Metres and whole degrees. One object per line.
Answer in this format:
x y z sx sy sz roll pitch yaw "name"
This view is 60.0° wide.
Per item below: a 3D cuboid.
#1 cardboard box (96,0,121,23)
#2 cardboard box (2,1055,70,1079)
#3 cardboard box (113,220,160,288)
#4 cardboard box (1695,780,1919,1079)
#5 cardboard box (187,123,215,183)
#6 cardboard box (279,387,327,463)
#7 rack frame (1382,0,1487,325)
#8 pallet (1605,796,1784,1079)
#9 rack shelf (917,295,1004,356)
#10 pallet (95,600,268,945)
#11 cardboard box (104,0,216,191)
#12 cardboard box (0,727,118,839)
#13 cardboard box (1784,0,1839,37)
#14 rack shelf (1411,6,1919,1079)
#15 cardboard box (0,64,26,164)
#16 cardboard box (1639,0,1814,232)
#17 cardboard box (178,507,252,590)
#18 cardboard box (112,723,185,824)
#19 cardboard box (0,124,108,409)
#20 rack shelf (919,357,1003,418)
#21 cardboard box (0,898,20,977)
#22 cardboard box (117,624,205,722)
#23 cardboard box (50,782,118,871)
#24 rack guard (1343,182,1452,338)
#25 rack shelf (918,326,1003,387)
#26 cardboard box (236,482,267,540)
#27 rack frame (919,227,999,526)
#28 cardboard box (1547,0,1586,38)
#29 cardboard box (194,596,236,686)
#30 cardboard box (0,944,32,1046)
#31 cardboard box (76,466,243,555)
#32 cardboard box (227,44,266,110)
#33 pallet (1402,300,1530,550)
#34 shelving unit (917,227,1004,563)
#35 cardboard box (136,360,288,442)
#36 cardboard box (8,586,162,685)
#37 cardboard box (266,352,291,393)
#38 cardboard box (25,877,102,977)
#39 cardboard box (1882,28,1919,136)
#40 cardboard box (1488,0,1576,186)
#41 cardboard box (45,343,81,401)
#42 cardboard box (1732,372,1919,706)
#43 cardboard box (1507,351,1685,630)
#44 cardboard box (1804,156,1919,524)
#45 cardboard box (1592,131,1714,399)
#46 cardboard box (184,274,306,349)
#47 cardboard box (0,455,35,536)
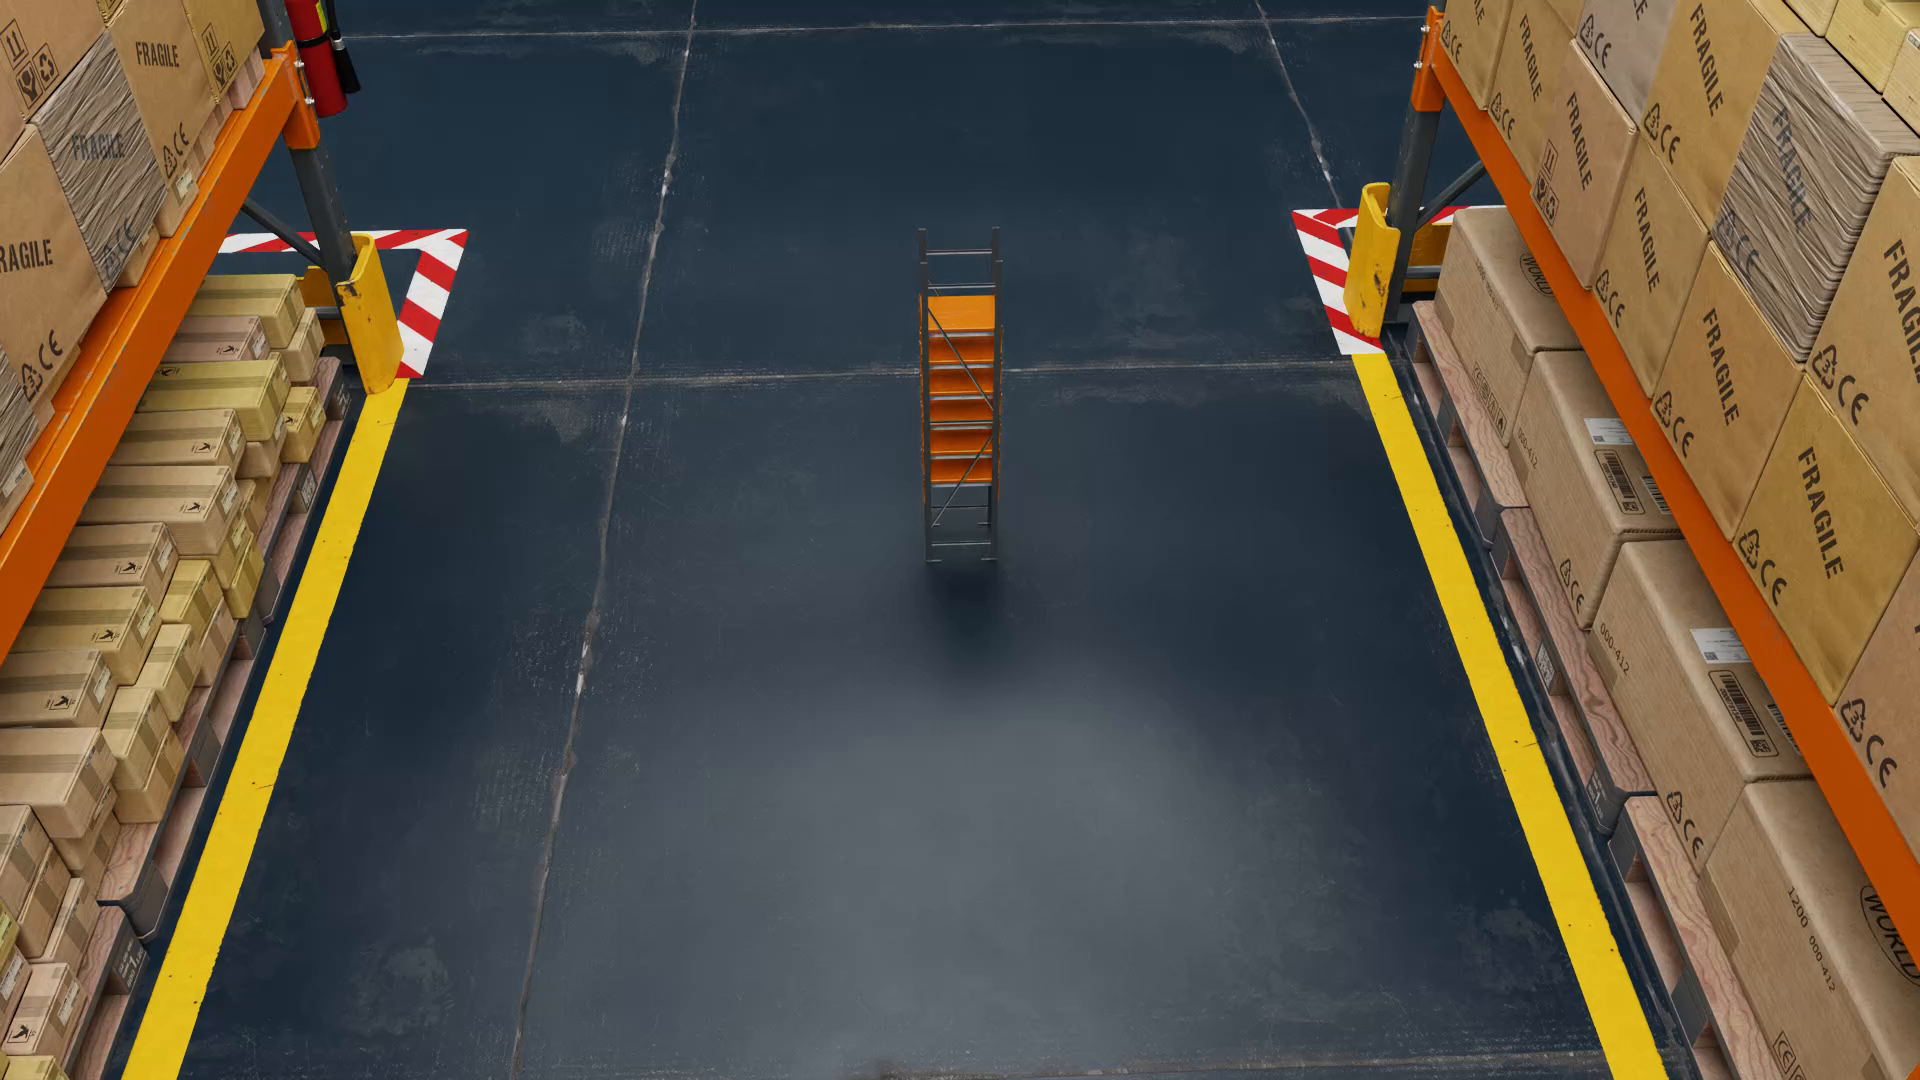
-2.489 -1.686 4.336 0.500 0.500 0.500 -3 43 -3 "cardboard box"
-2.314 1.347 3.860 0.380 0.149 0.250 0 43 -1 "cardboard box"
-2.467 -0.822 4.613 0.380 0.149 0.250 -3 43 -4 "cardboard box"
2.414 1.038 3.983 0.875 0.438 0.875 -2 43 -2 "cardboard box"
-2.483 -1.173 4.995 0.380 0.149 0.250 -2 43 -2 "cardboard box"
-2.435 -0.399 5.764 0.380 0.149 0.250 0 43 0 "cardboard box"
2.163 -2.025 5.740 1.000 3.000 0.127 -2 43 -2 "rack frame"
2.379 1.187 4.298 1.003 0.211 1.213 -2 43 -2 "pallet"
0.001 -0.665 5.121 0.258 0.103 0.180 -2 43 -2 "rack shelf"
-2.727 0.635 4.901 1.003 0.211 1.213 -2 43 -2 "pallet"
-2.485 -1.318 4.674 0.500 0.500 0.500 -2 43 -2 "cardboard box"
-2.391 0.617 4.216 0.380 0.149 0.250 -1 43 -1 "cardboard box"
1.986 -1.199 3.544 0.380 0.149 0.250 -2 43 -2 "cardboard box"
2.248 -0.410 4.510 1.077 0.370 4.000 -2 43 -2 "rack shelf"
-2.432 -0.978 3.563 0.500 0.500 0.500 -3 43 -3 "cardboard box"
1.980 -1.066 3.879 0.500 0.500 0.500 -1 43 -2 "cardboard box"
-2.412 0.020 5.088 0.380 0.149 0.250 -1 43 -1 "cardboard box"
-2.398 0.652 4.618 0.380 0.149 0.250 -3 43 -3 "cardboard box"
-2.443 -0.639 3.933 0.500 0.500 0.500 0 43 0 "cardboard box"
0.001 -0.488 5.283 0.258 0.103 0.180 -2 43 -2 "rack shelf"
-2.428 0.967 3.834 0.380 0.149 0.250 -2 43 -2 "cardboard box"
-2.380 0.378 4.696 0.380 0.149 0.250 -1 43 -1 "cardboard box"
-2.447 0.718 4.326 0.380 0.149 0.250 0 43 0 "cardboard box"
2.162 -1.120 6.602 1.175 0.500 0.348 -2 43 -2 "rack guard"
0.001 -0.577 5.202 0.258 0.103 0.180 -2 43 -2 "rack shelf"
-2.486 -0.052 5.385 0.380 0.149 0.250 -1 43 -1 "cardboard box"
-0.003 -0.494 5.401 0.240 1.200 0.006 -2 43 -2 "rack frame"
1.928 -1.750 4.625 0.500 0.500 0.500 -3 43 -3 "cardboard box"
-2.421 0.304 4.998 0.380 0.149 0.250 -1 43 -1 "cardboard box"
-2.451 1.086 3.924 0.380 0.149 0.250 -2 43 -2 "cardboard box"
-2.396 -0.089 4.986 0.380 0.149 0.250 0 43 0 "cardboard box"
-2.482 -1.510 5.364 0.380 0.149 0.250 -2 43 -2 "cardboard box"
2.275 -0.460 6.095 1.003 0.211 1.213 -2 43 -2 "pallet"
0.001 -0.433 5.334 0.258 1.200 0.189 -2 43 -2 "shelving unit"
-2.411 -0.446 5.375 0.380 0.149 0.250 -3 43 -3 "cardboard box"
-2.457 0.268 4.597 0.380 0.149 0.250 -1 43 -2 "cardboard box"
-2.513 -0.502 5.657 0.380 0.149 0.250 -3 43 -3 "cardboard box"
-2.437 1.011 4.227 0.380 0.149 0.250 -2 43 -3 "cardboard box"
2.023 -0.856 3.170 0.380 0.149 0.250 -2 43 -2 "cardboard box"
1.946 -1.389 4.972 0.500 0.500 0.500 -2 43 -2 "cardboard box"
-2.487 -0.460 4.217 0.380 0.149 0.250 -1 43 -1 "cardboard box"
2.031 -0.015 3.472 0.500 0.500 0.500 -3 43 -3 "cardboard box"
2.339 -0.175 5.307 0.875 0.438 0.875 -1 43 -1 "cardboard box"
2.024 -0.384 3.135 0.500 0.500 0.500 -2 43 -2 "cardboard box"
1.988 -0.708 4.228 0.500 0.500 0.500 0 43 0 "cardboard box"
-2.502 -0.788 5.749 0.380 0.149 0.250 -1 43 -1 "cardboard box"
-2.398 -0.110 3.836 0.380 0.149 0.250 0 43 0 "cardboard box"
